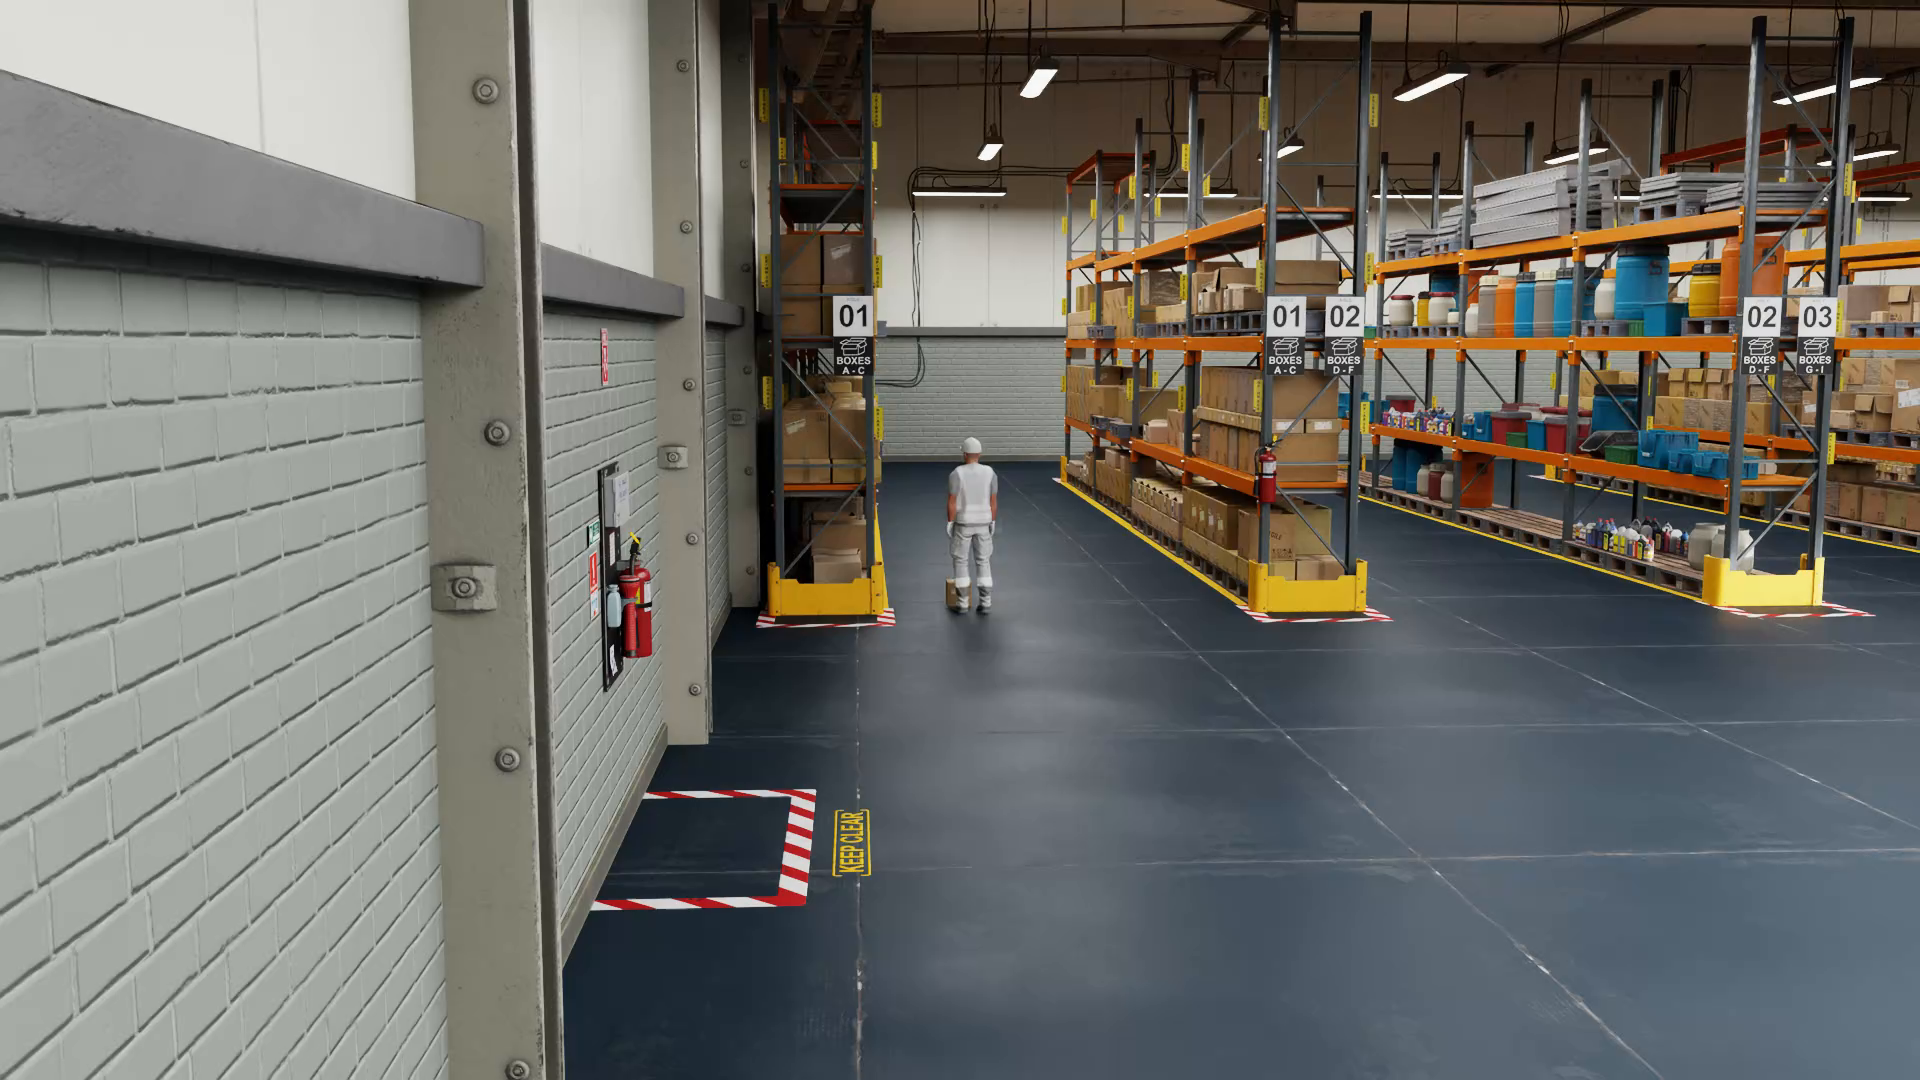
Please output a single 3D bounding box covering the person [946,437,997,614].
[{"bbox_3d":[0.113,-0.154,16.936,0.524,1.786,0.352,-2,7,-16],"label":"person"}]
